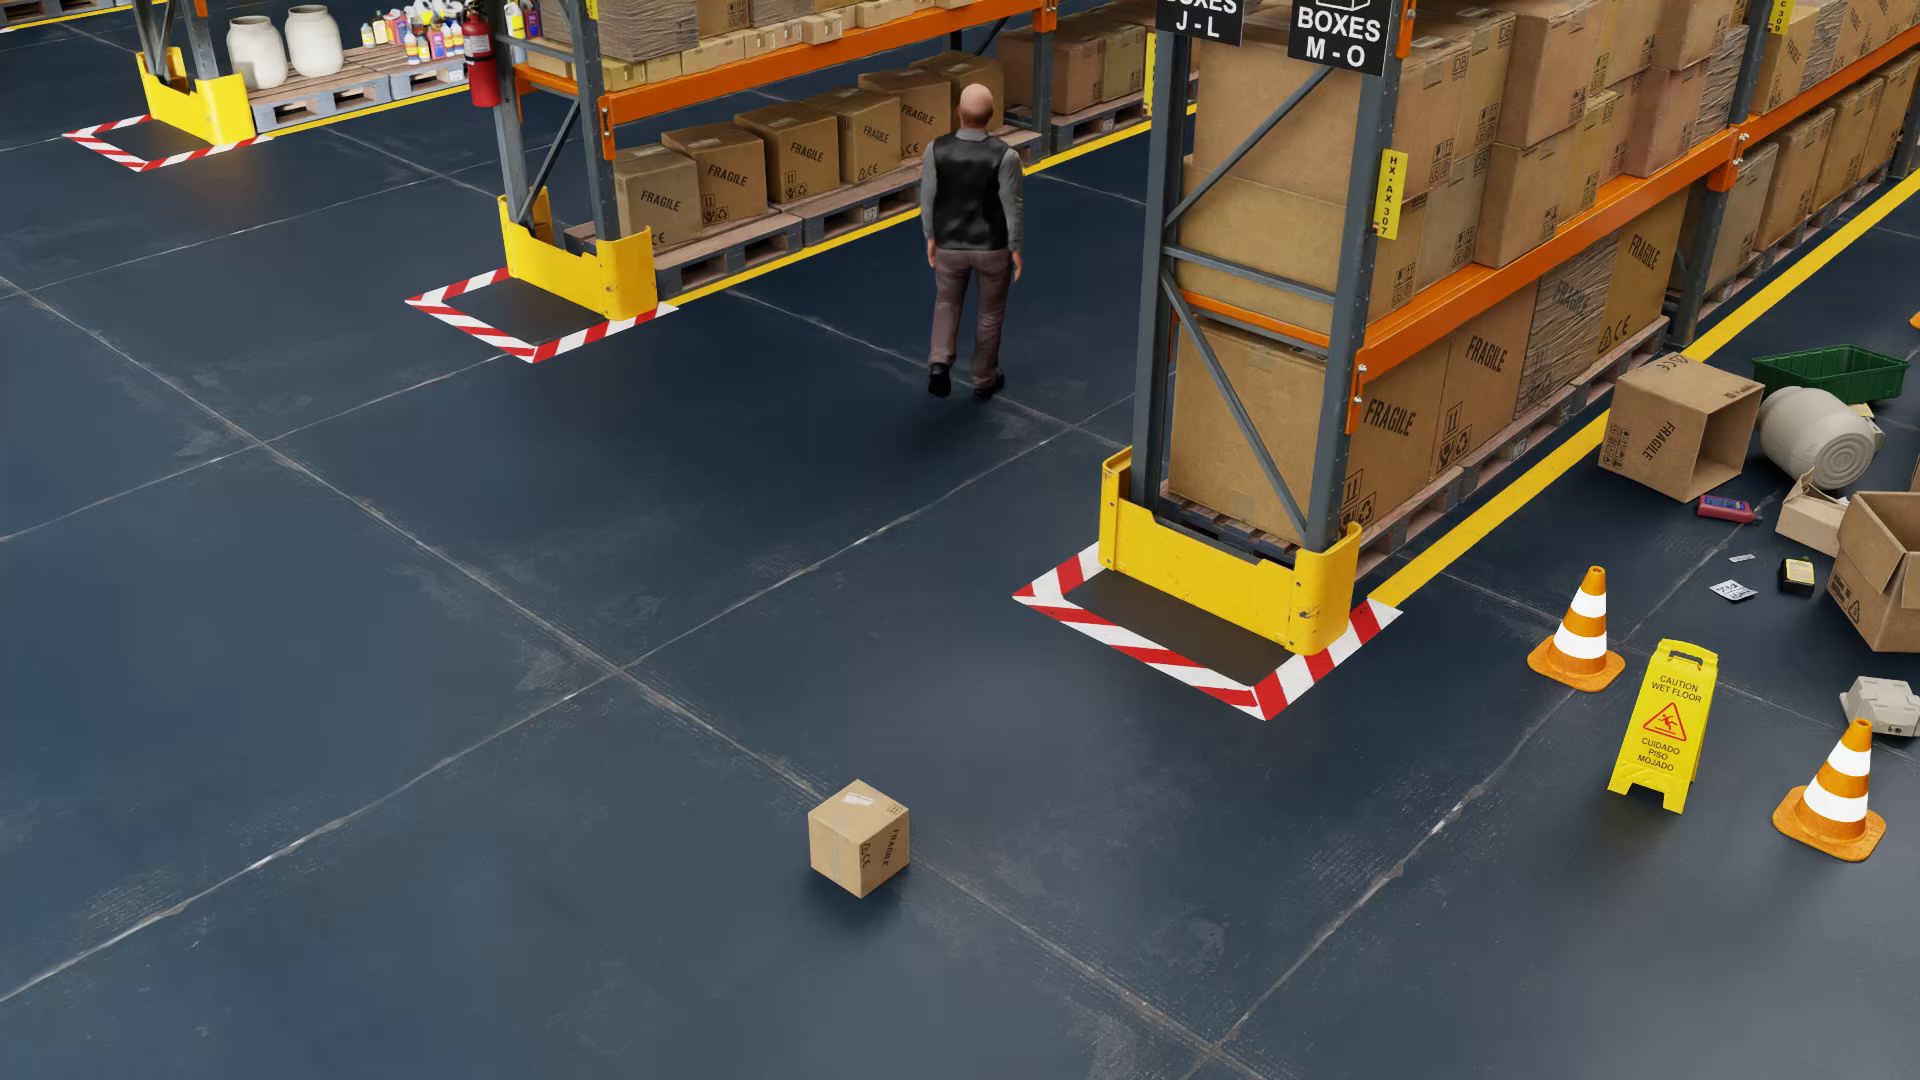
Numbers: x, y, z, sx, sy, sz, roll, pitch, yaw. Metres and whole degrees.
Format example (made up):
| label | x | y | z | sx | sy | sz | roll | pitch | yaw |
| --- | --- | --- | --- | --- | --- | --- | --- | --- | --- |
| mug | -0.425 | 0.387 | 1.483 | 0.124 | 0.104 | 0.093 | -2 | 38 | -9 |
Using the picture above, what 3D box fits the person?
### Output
| label | x | y | z | sx | sy | sz | roll | pitch | yaw |
| --- | --- | --- | --- | --- | --- | --- | --- | --- | --- |
| person | 0.057 | -1.503 | 8.613 | 0.542 | 1.709 | 0.633 | 6 | 32 | 10 |
